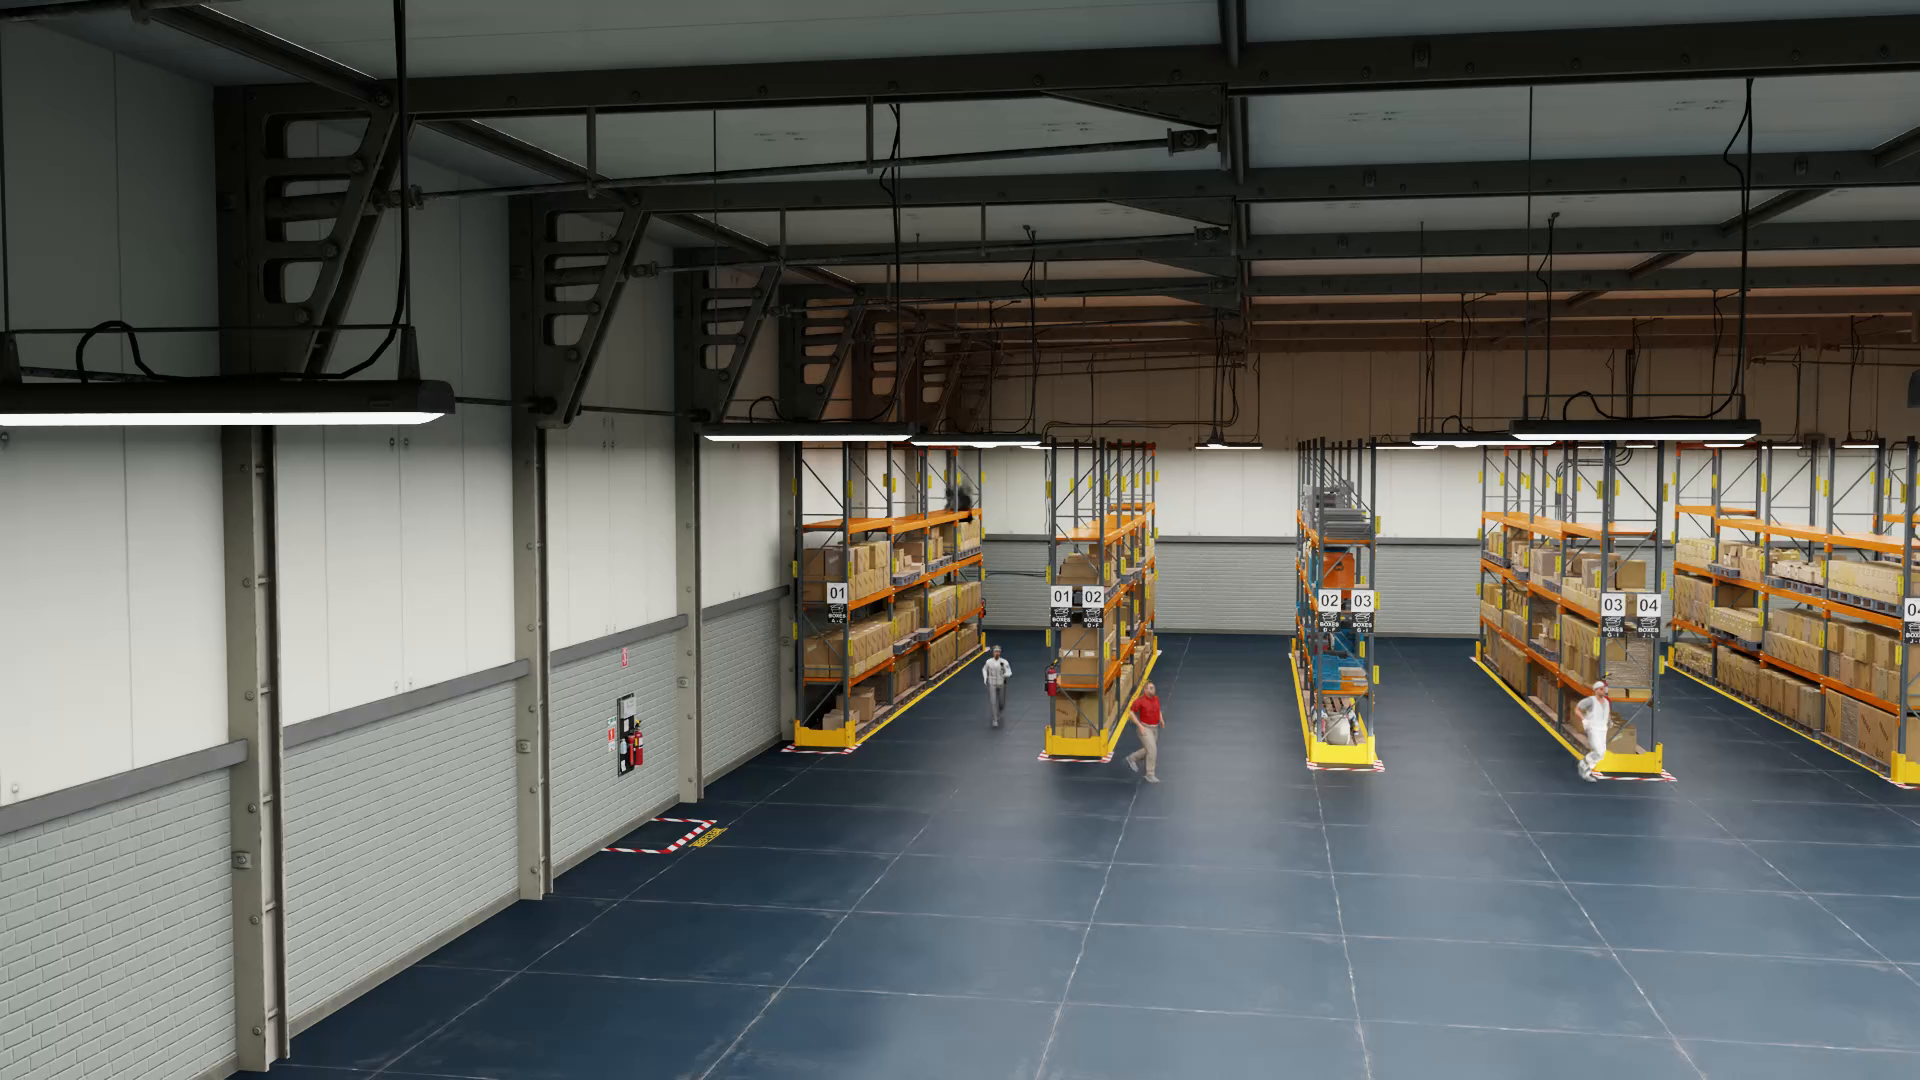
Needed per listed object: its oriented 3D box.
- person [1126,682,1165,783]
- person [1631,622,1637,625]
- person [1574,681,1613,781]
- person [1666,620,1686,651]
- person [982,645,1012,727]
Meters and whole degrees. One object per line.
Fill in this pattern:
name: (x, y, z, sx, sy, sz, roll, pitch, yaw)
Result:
person: (3.224, 3.341, 29.046, 0.792, 1.755, 0.665, 3, 4, 45)
person: (18.553, 2.519, 45.539, 0.540, 1.590, 0.605, -1, 3, -25)
person: (11.060, 3.317, 28.821, 0.685, 1.732, 0.519, -1, 3, -23)
person: (19.704, 2.447, 45.709, 0.532, 1.730, 0.740, 0, 3, 5)
person: (0.769, 3.030, 34.852, 0.624, 1.670, 0.885, 0, 3, 2)
